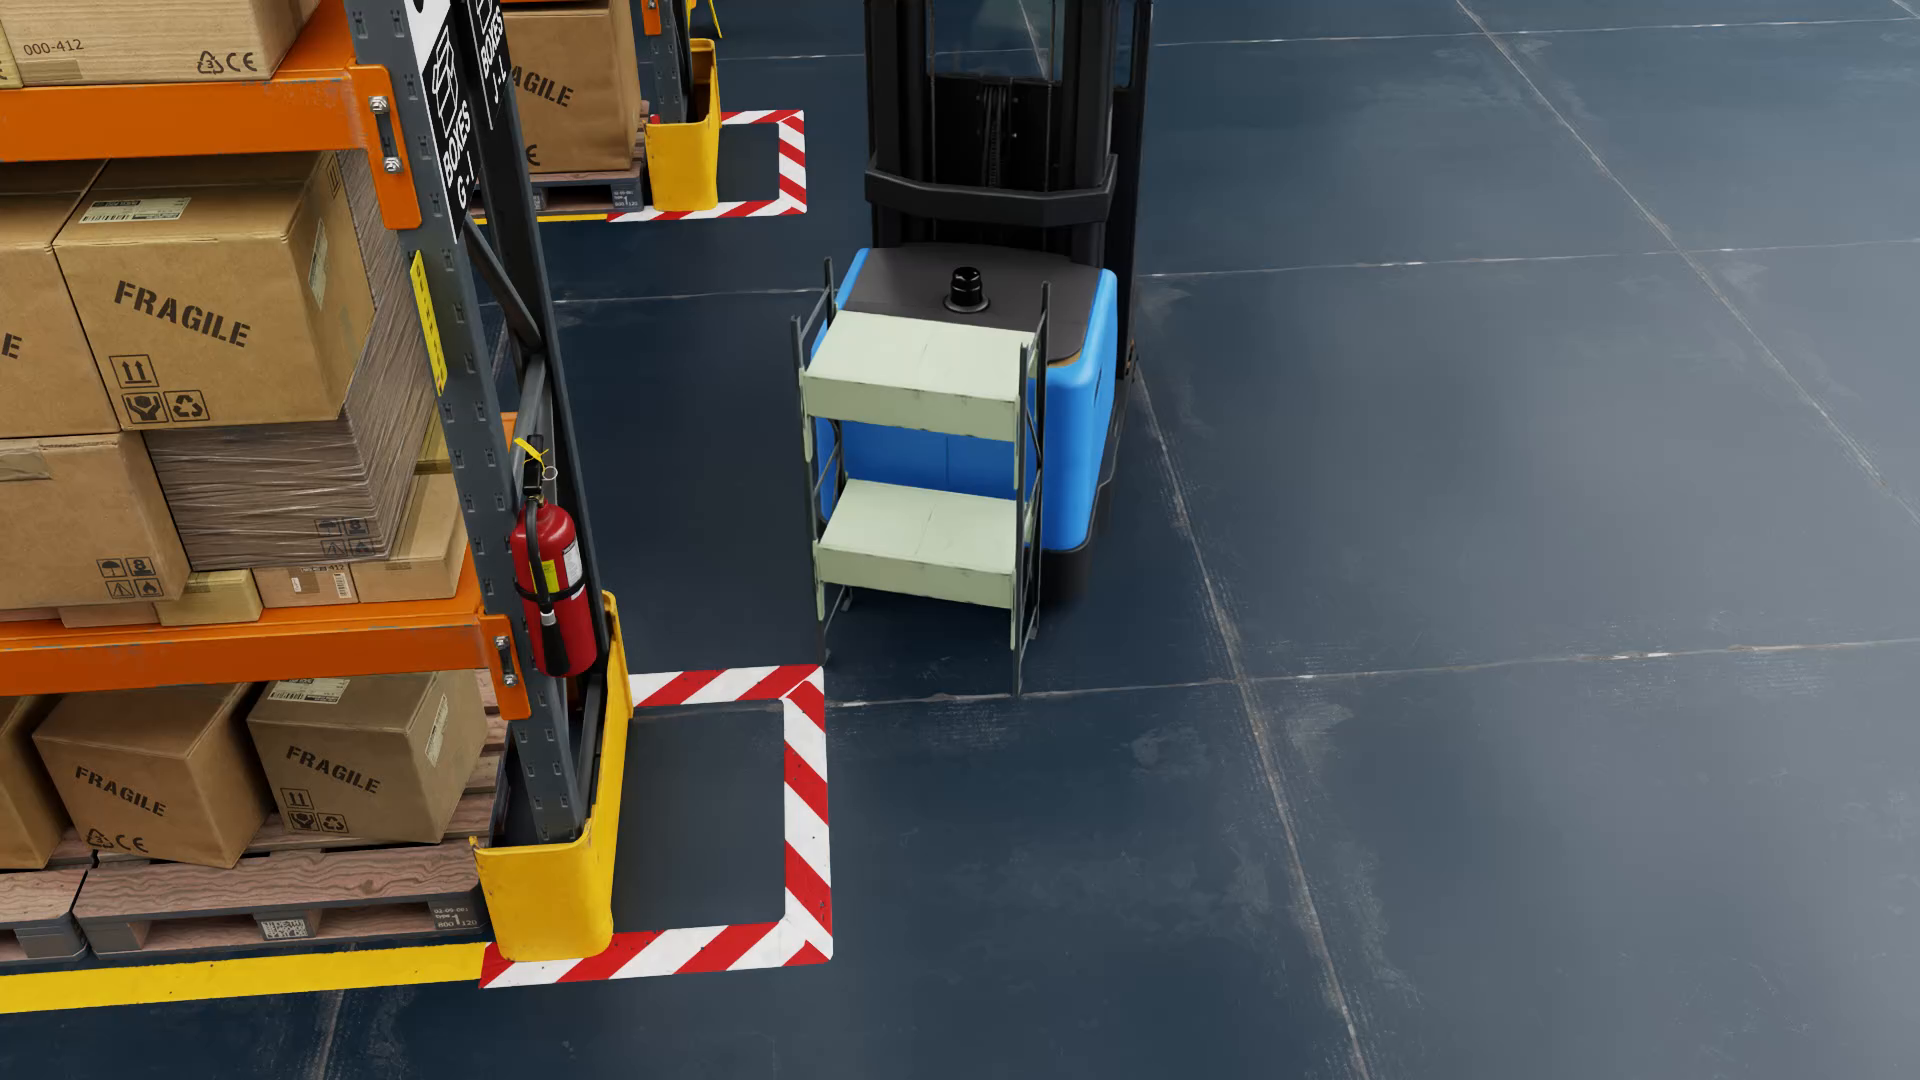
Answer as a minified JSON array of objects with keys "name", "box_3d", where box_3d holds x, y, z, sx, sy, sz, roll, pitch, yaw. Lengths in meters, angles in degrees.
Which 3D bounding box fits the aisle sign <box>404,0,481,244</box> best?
[{"name":"aisle sign","box_3d":[-1.139,-1.090,3.611,0.004,0.787,0.394,-3,38,-4]}]

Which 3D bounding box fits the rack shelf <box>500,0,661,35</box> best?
[{"name":"rack shelf","box_3d":[-3.558,-2.925,8.616,4.000,0.370,1.077,-3,38,-4]}]

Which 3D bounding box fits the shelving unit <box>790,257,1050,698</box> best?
[{"name":"shelving unit","box_3d":[-0.116,-0.182,5.761,0.755,1.500,0.431,8,40,10]}]

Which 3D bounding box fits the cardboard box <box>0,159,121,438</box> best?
[{"name":"cardboard box","box_3d":[-2.251,-0.586,3.943,0.500,0.500,0.500,-3,38,-4]}]

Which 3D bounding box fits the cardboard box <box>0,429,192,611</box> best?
[{"name":"cardboard box","box_3d":[-2.265,-0.293,4.378,0.500,0.500,0.875,-3,38,-4]}]

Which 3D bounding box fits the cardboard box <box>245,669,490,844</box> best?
[{"name":"cardboard box","box_3d":[-1.851,0.589,5.261,0.500,0.500,0.500,4,38,4]}]

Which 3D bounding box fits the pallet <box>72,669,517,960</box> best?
[{"name":"pallet","box_3d":[-2.115,0.870,5.476,1.213,0.211,1.003,-3,38,-4]}]

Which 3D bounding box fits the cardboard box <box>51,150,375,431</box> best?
[{"name":"cardboard box","box_3d":[-1.753,-0.617,3.983,0.500,0.500,0.500,-3,38,-4]}]

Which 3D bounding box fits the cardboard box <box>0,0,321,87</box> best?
[{"name":"cardboard box","box_3d":[-1.685,-1.187,3.532,0.500,0.250,0.500,-2,38,-3]}]

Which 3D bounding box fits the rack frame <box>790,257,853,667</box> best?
[{"name":"rack frame","box_3d":[-0.473,-0.232,5.824,0.023,1.500,0.400,8,40,10]}]

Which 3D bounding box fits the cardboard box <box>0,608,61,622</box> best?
[{"name":"cardboard box","box_3d":[-2.489,0.042,4.479,0.250,0.149,0.380,-3,38,-4]}]

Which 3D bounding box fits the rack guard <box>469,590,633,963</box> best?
[{"name":"rack guard","box_3d":[-1.303,0.734,5.416,0.348,0.500,1.175,-3,38,-4]}]

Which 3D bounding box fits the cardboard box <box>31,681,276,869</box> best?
[{"name":"cardboard box","box_3d":[-2.443,0.643,5.192,0.500,0.500,0.500,6,39,8]}]

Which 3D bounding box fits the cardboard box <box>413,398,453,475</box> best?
[{"name":"cardboard box","box_3d":[-1.532,-0.284,4.891,0.250,0.149,0.380,-3,38,-4]}]

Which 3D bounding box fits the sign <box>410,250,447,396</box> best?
[{"name":"sign","box_3d":[-1.198,-0.486,3.755,0.005,0.325,0.100,-3,38,-4]}]

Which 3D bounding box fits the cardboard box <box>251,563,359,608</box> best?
[{"name":"cardboard box","box_3d":[-1.742,0.004,4.527,0.250,0.149,0.380,-3,38,-4]}]

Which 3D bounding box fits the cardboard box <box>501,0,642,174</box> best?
[{"name":"cardboard box","box_3d":[-2.235,-2.570,8.962,0.875,0.875,0.875,-3,38,-4]}]

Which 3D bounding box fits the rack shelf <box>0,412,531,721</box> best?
[{"name":"rack shelf","box_3d":[-3.219,0.141,4.731,4.000,0.370,1.077,-3,38,-4]}]

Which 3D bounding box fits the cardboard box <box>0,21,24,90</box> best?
[{"name":"cardboard box","box_3d":[-2.182,-1.158,3.495,0.500,0.250,0.500,-3,38,-4]}]

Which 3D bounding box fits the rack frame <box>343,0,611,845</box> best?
[{"name":"rack frame","box_3d":[-1.227,-0.251,4.647,0.127,3.000,1.000,-3,38,-4]}]

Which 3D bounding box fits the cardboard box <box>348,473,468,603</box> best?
[{"name":"cardboard box","box_3d":[-1.493,-0.010,4.543,0.250,0.149,0.380,-3,38,-4]}]

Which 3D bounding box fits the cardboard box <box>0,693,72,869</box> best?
[{"name":"cardboard box","box_3d":[-3.068,0.666,5.164,0.500,0.500,0.500,0,38,0]}]

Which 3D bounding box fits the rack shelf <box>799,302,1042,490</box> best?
[{"name":"rack shelf","box_3d":[-0.119,-0.483,5.512,0.720,0.370,0.431,8,40,10]}]

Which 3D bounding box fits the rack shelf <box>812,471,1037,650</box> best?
[{"name":"rack shelf","box_3d":[-0.115,0.069,5.969,0.720,0.370,0.431,8,40,10]}]

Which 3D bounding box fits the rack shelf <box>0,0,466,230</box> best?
[{"name":"rack shelf","box_3d":[-3.219,-1.037,3.801,4.000,0.370,1.077,-3,38,-4]}]

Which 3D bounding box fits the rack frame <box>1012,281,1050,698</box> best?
[{"name":"rack frame","box_3d":[0.241,-0.132,5.698,0.023,1.500,0.400,8,40,10]}]

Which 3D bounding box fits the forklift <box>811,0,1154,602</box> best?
[{"name":"forklift","box_3d":[0.224,-1.828,6.701,1.130,2.935,3.031,6,39,8]}]

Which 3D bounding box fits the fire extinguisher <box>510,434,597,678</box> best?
[{"name":"fire extinguisher","box_3d":[-1.072,0.057,4.318,0.183,0.674,0.296,-3,38,-4]}]

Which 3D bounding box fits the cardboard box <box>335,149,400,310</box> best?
[{"name":"cardboard box","box_3d":[-1.799,-0.938,4.389,0.500,0.500,0.500,-3,38,-4]}]

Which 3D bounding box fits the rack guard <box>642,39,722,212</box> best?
[{"name":"rack guard","box_3d":[-1.542,-2.337,9.308,0.348,0.500,1.175,-3,38,-4]}]

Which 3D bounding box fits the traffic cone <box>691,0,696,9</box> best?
[{"name":"traffic cone","box_3d":[-1.982,-3.884,11.299,0.334,0.463,0.336,-3,38,-4]}]

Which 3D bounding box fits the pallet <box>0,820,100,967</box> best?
[{"name":"pallet","box_3d":[-3.328,0.935,5.394,1.213,0.211,1.003,-3,38,-4]}]

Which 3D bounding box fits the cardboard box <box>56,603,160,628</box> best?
[{"name":"cardboard box","box_3d":[-2.237,0.053,4.464,0.250,0.149,0.380,-3,38,-4]}]

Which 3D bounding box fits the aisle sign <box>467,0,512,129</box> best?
[{"name":"aisle sign","box_3d":[-1.192,-1.460,4.080,0.004,0.787,0.394,-3,38,-4]}]

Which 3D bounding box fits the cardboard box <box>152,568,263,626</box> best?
[{"name":"cardboard box","box_3d":[-1.986,0.049,4.469,0.250,0.149,0.380,-3,38,-4]}]

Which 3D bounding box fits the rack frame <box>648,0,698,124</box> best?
[{"name":"rack frame","box_3d":[-1.566,-3.317,8.532,0.127,3.000,1.000,-3,38,-4]}]

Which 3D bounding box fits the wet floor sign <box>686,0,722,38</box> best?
[{"name":"wet floor sign","box_3d":[-1.712,-3.616,10.812,0.232,0.644,0.267,-9,39,-12]}]

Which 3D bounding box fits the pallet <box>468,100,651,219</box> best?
[{"name":"pallet","box_3d":[-2.355,-2.130,9.279,1.213,0.211,1.003,-3,38,-4]}]

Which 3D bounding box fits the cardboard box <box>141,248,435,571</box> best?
[{"name":"cardboard box","box_3d":[-1.777,-0.394,4.507,0.500,0.500,0.875,-3,38,-4]}]
